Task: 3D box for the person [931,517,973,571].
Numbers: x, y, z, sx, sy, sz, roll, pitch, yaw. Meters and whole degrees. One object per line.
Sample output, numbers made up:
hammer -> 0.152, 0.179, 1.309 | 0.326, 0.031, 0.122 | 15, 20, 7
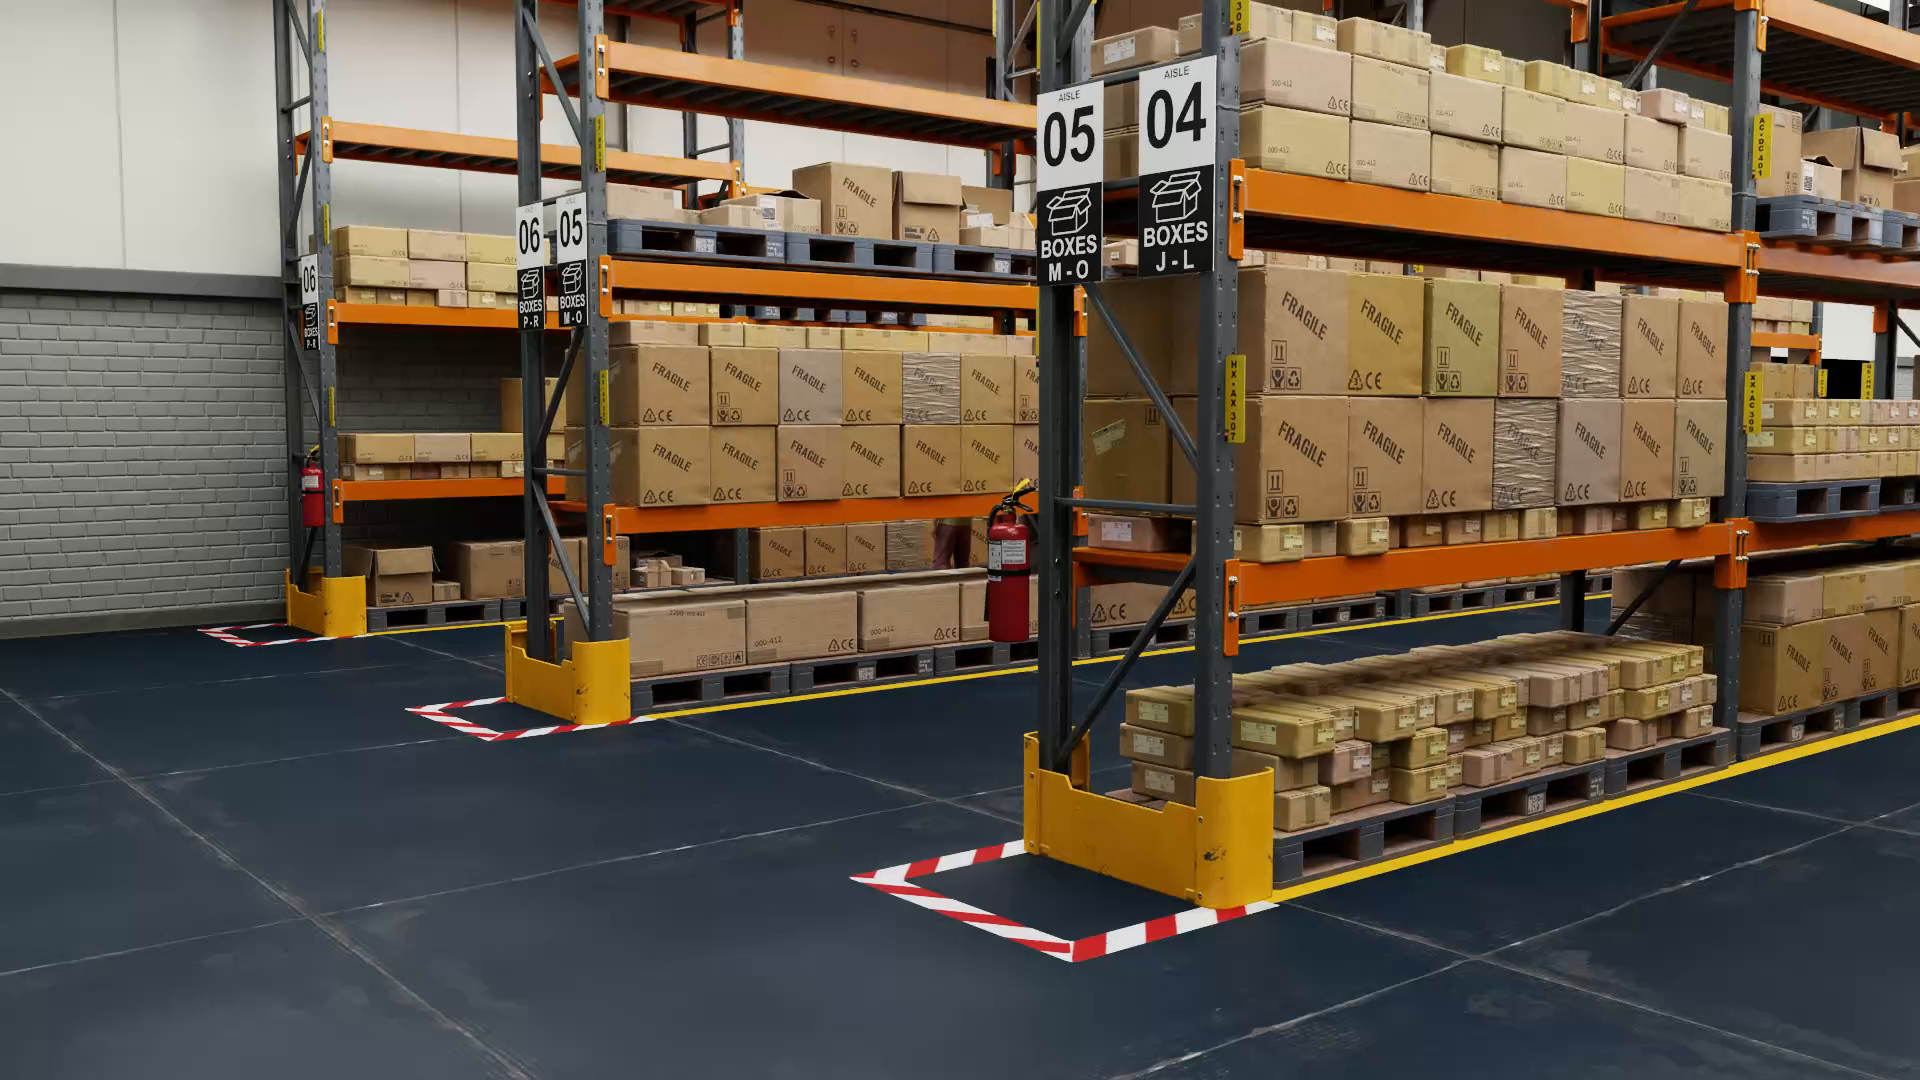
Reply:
person -> -0.079, -0.131, 15.434 | 0.521, 1.672, 0.371 | -4, 6, -42
